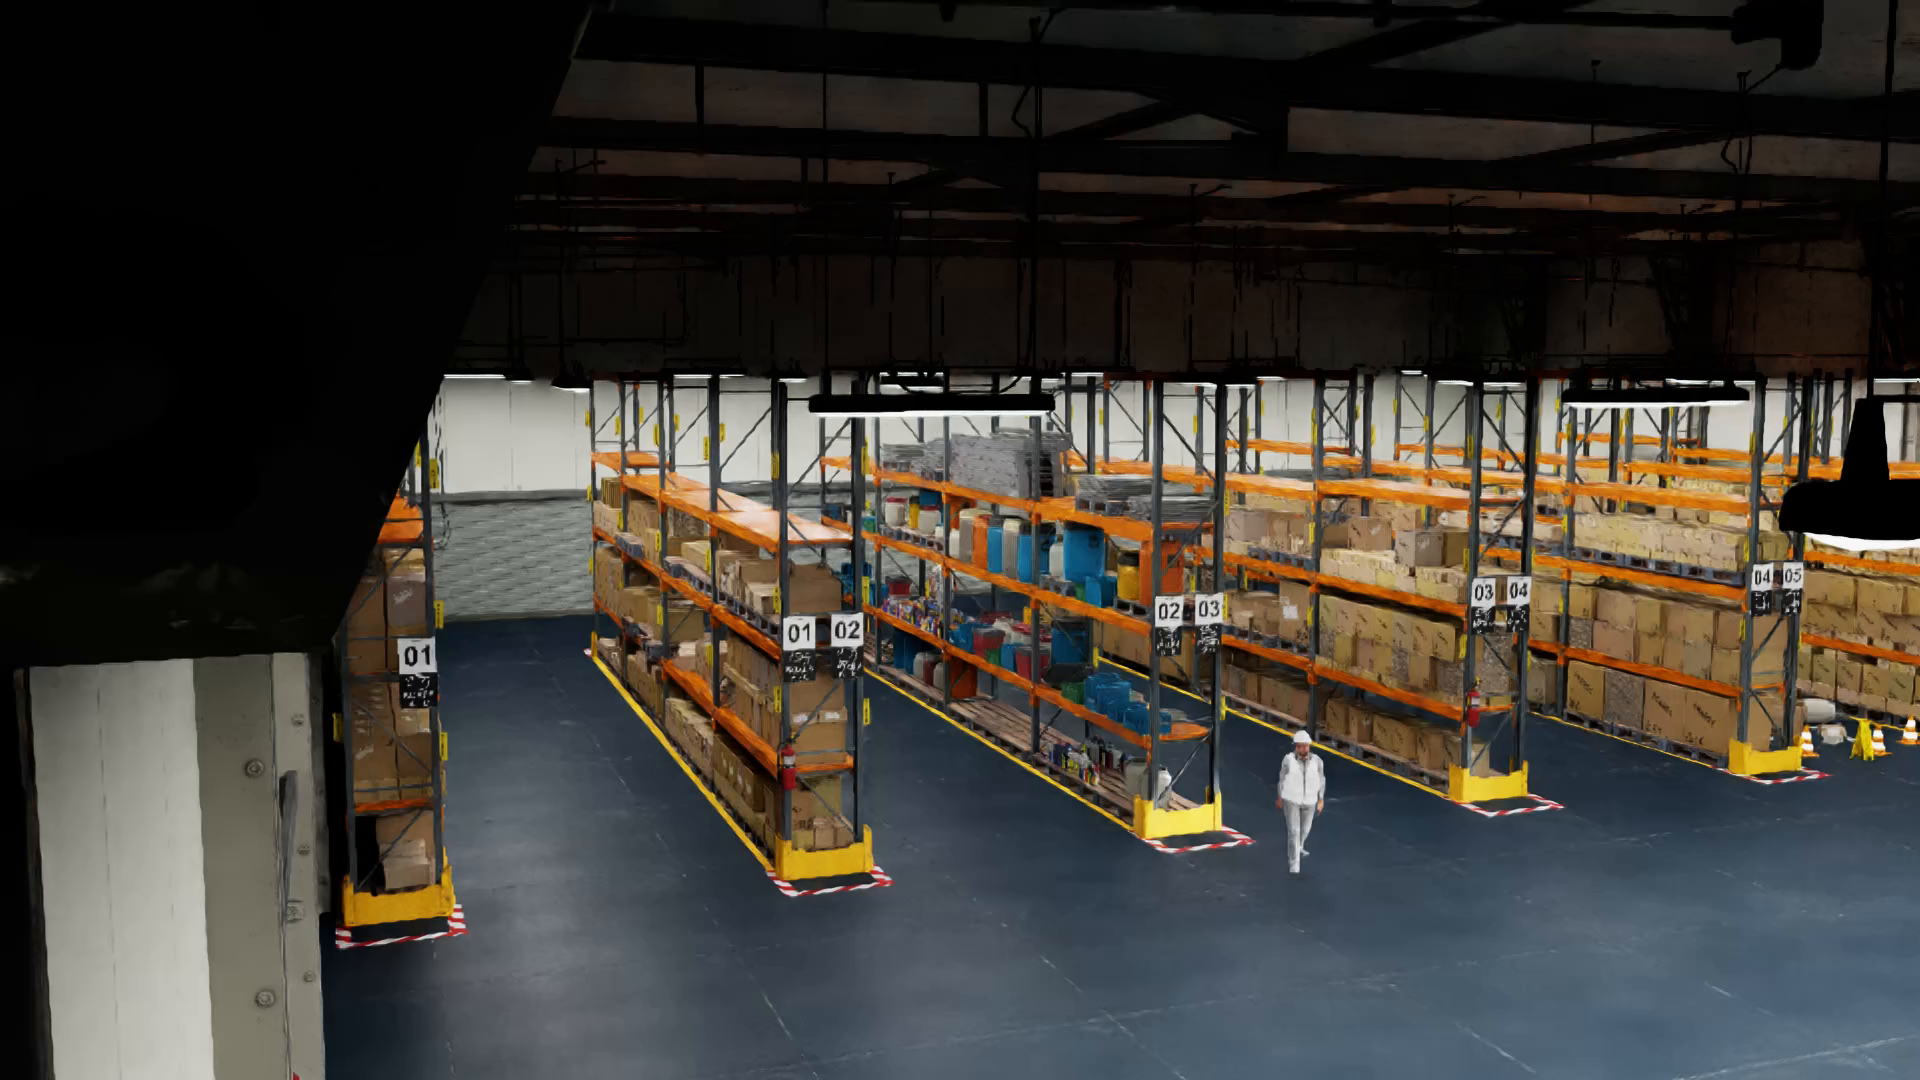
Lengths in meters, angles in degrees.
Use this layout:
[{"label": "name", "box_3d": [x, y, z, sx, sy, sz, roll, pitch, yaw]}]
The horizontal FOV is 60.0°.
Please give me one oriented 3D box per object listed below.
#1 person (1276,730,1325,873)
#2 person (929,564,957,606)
[{"label": "person", "box_3d": [4.212, 3.185, 20.530, 0.558, 1.736, 0.925, 0, 6, -4]}, {"label": "person", "box_3d": [-0.389, 1.153, 38.833, 0.682, 1.715, 0.542, -3, 7, -22]}]
